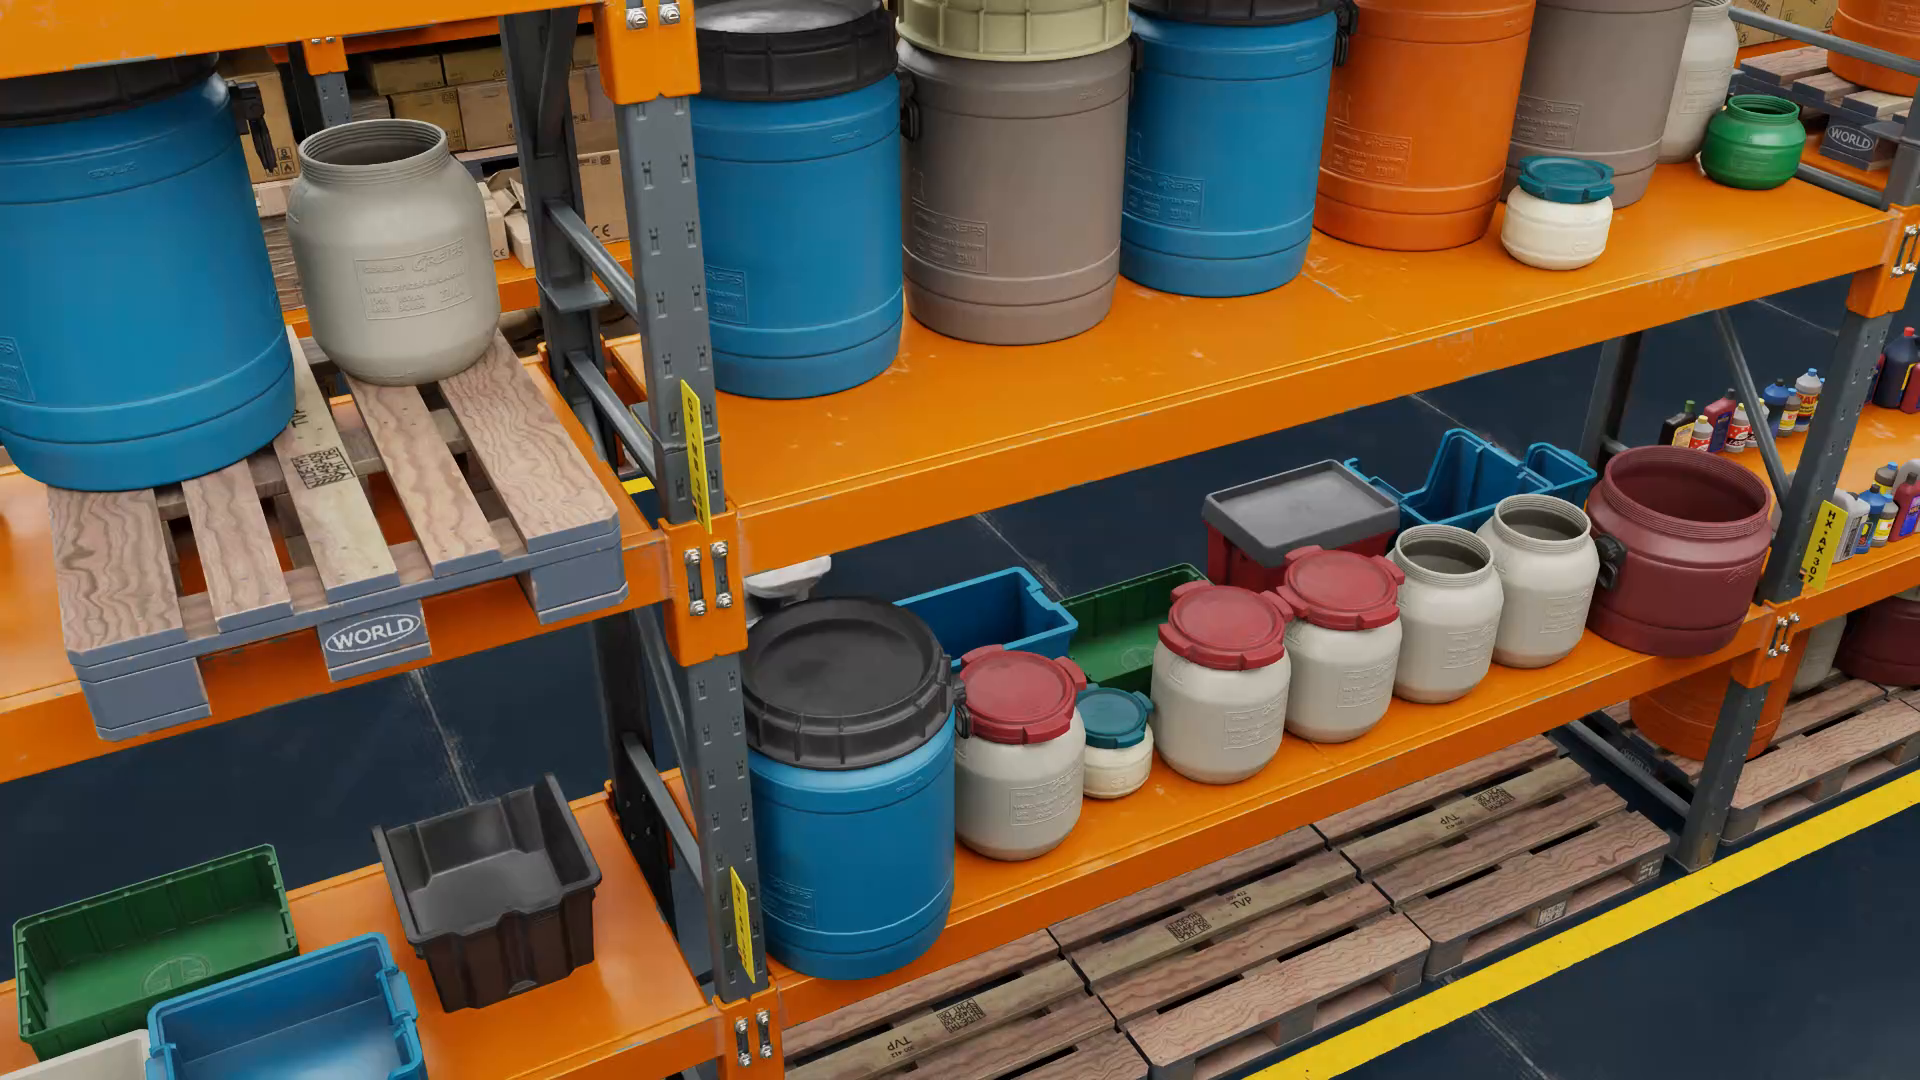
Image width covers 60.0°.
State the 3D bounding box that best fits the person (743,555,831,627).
[{"bbox_3d":[-0.958,-0.013,7.877,0.534,0.997,0.894,-17,36,-24],"label":"person"}]
